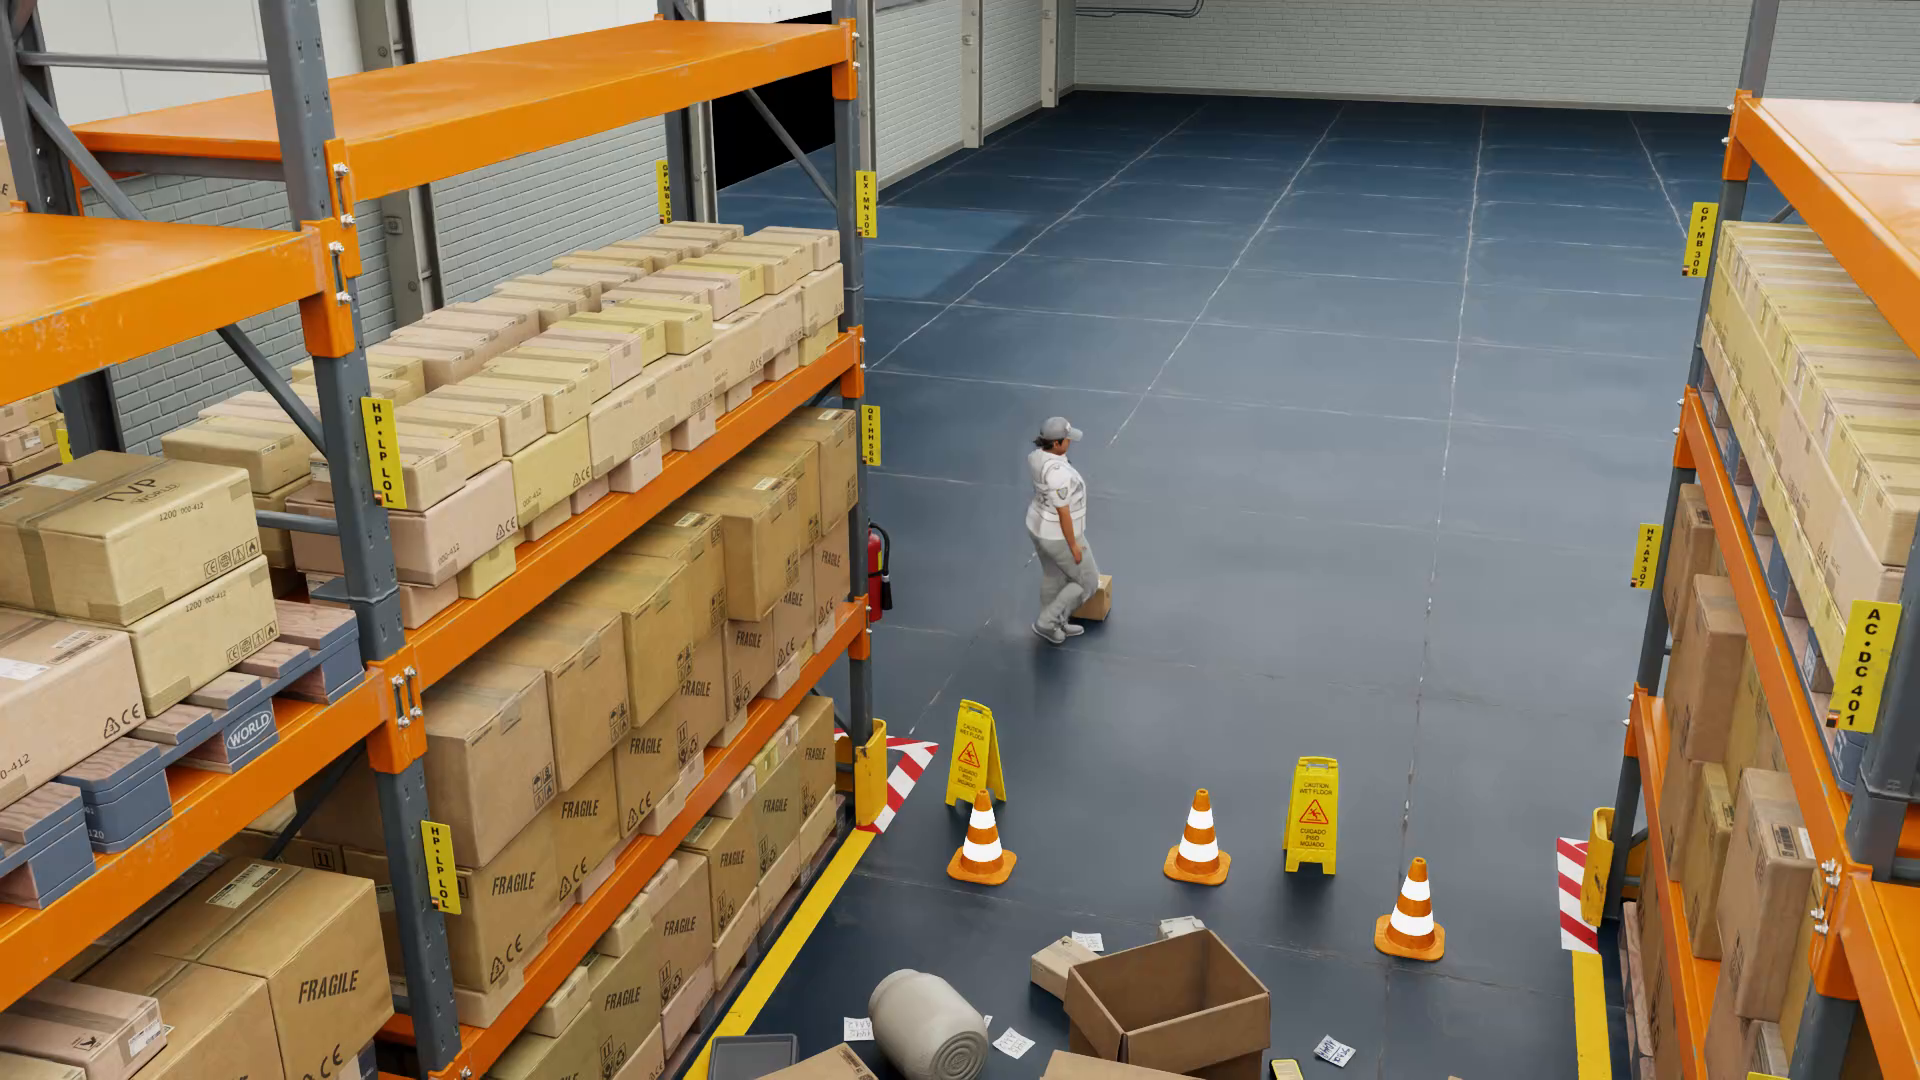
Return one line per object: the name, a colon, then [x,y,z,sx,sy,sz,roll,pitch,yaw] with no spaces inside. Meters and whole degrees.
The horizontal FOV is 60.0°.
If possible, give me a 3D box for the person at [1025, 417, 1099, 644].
person: [0.679,-0.052,11.211,0.472,1.658,0.507,-8,23,-18]
